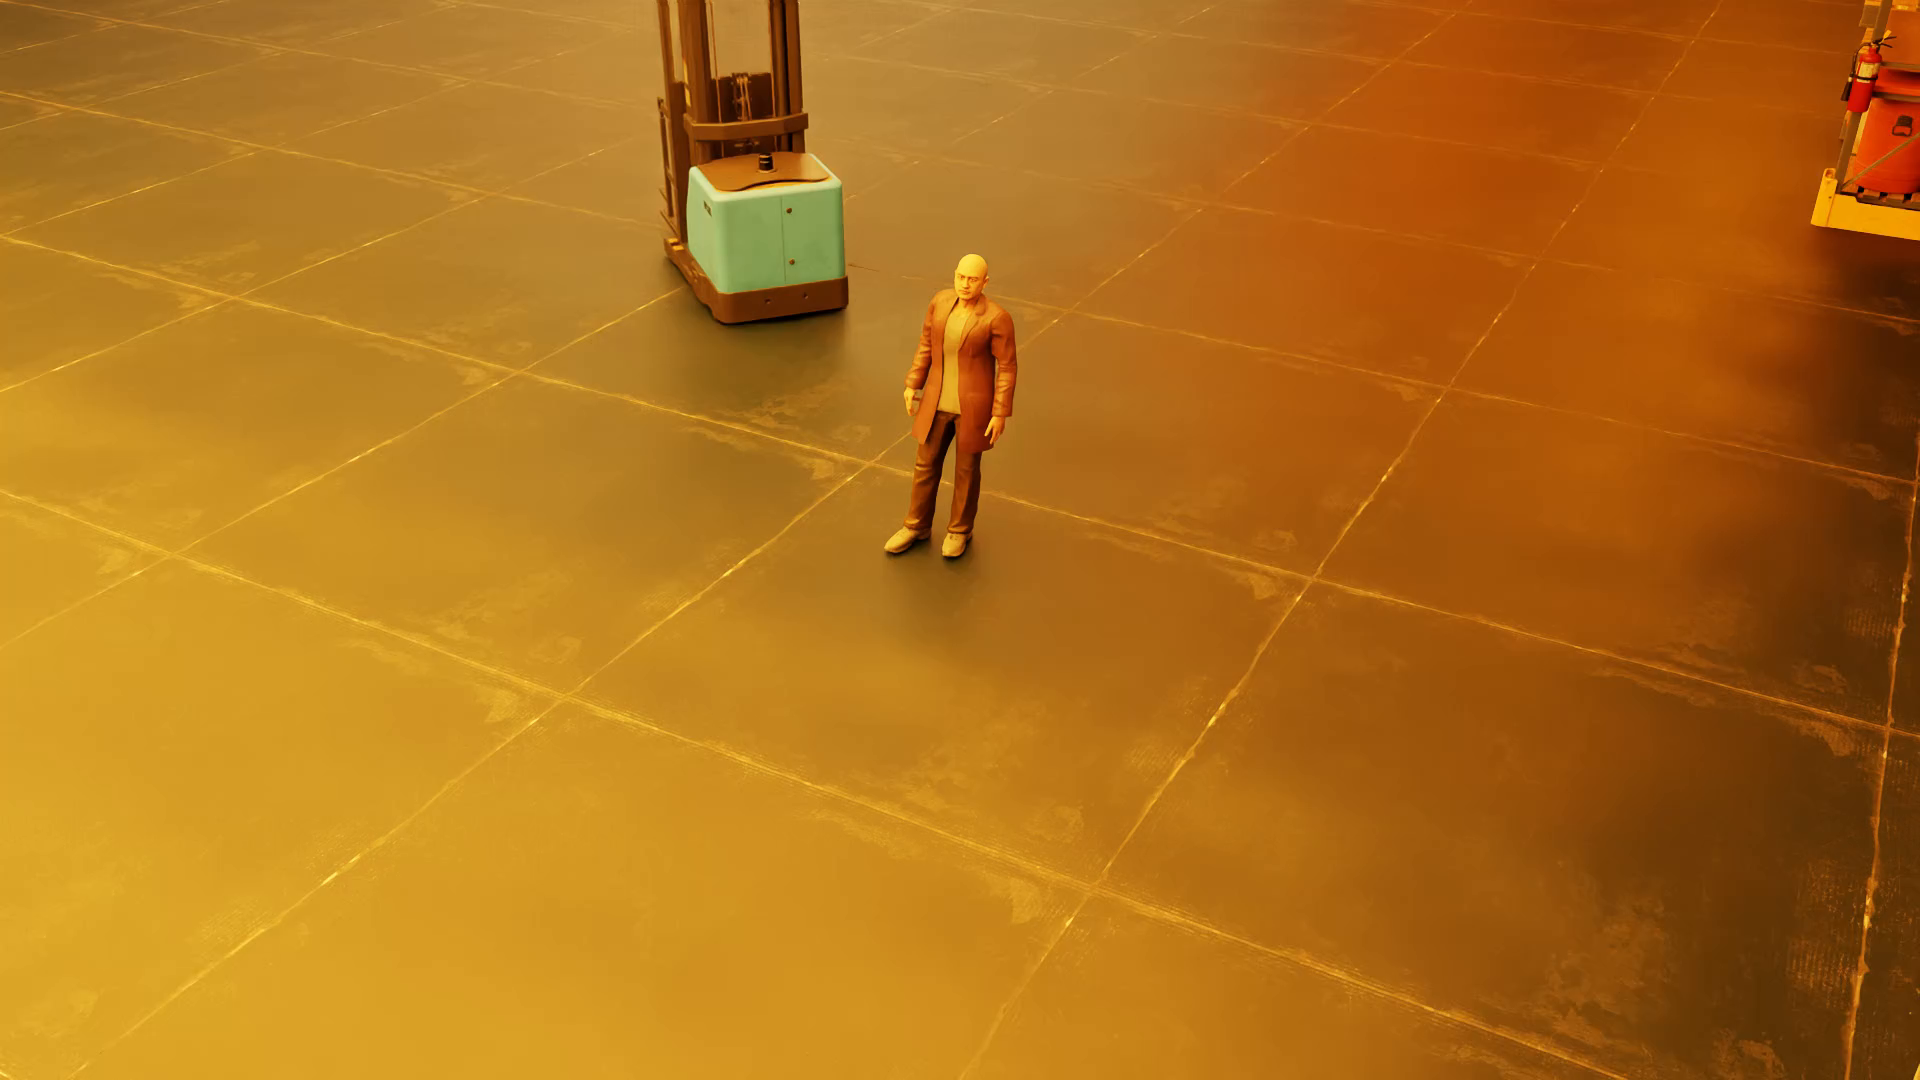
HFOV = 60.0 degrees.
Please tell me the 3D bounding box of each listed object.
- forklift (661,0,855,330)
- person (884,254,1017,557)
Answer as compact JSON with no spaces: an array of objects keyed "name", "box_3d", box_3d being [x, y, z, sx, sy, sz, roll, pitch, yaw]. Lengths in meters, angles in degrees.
[{"name":"forklift","box_3d":[-1.824,-3.581,13.275,1.130,2.935,3.031,-11,32,-18]},{"name":"person","box_3d":[-0.048,-0.738,9.488,0.697,1.775,0.581,15,33,25]}]
